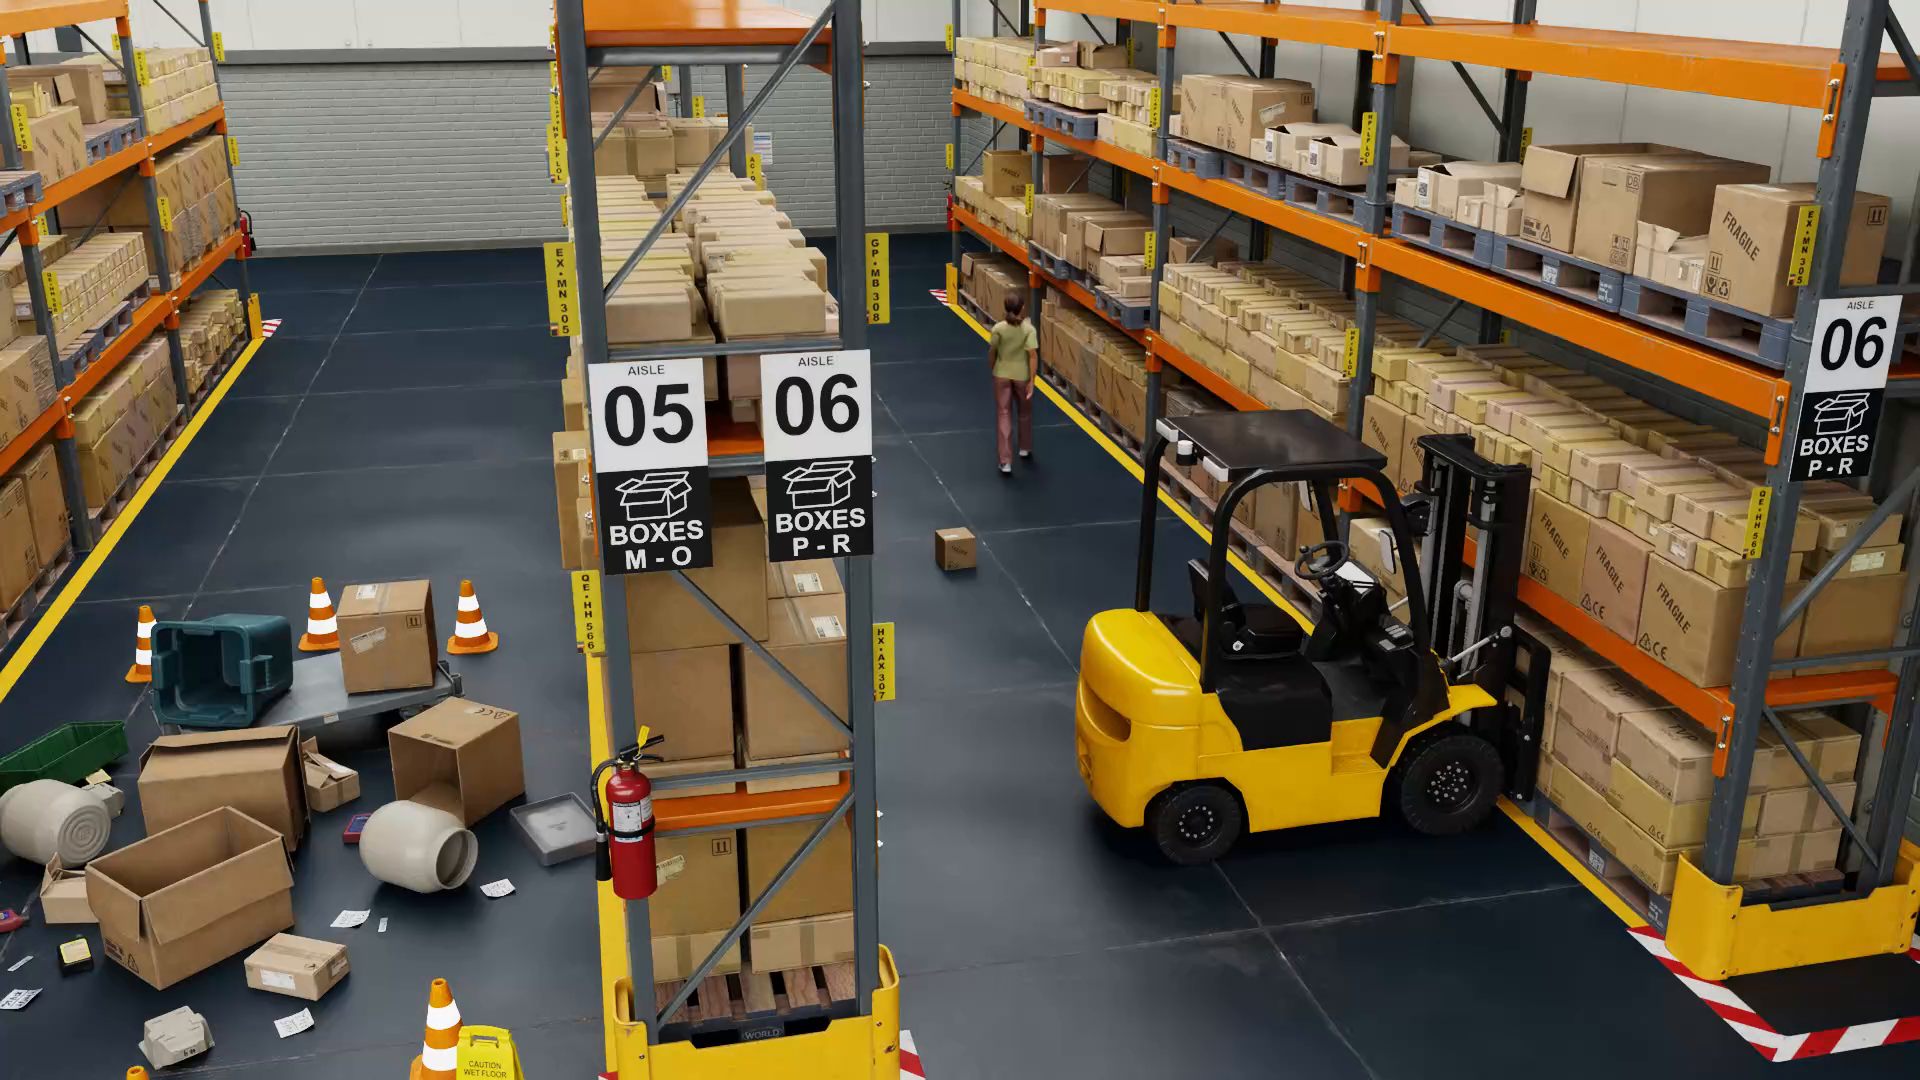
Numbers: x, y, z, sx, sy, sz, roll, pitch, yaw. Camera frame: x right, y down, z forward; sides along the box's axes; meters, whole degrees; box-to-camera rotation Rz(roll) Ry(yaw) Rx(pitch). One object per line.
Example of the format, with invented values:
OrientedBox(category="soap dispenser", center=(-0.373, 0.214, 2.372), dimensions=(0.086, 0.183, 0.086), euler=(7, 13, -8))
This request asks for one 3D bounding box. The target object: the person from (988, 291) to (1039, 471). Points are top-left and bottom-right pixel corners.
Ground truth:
OrientedBox(category="person", center=(0.480, -1.506, 15.258), dimensions=(0.453, 1.626, 0.893), euler=(0, 20, 0))
